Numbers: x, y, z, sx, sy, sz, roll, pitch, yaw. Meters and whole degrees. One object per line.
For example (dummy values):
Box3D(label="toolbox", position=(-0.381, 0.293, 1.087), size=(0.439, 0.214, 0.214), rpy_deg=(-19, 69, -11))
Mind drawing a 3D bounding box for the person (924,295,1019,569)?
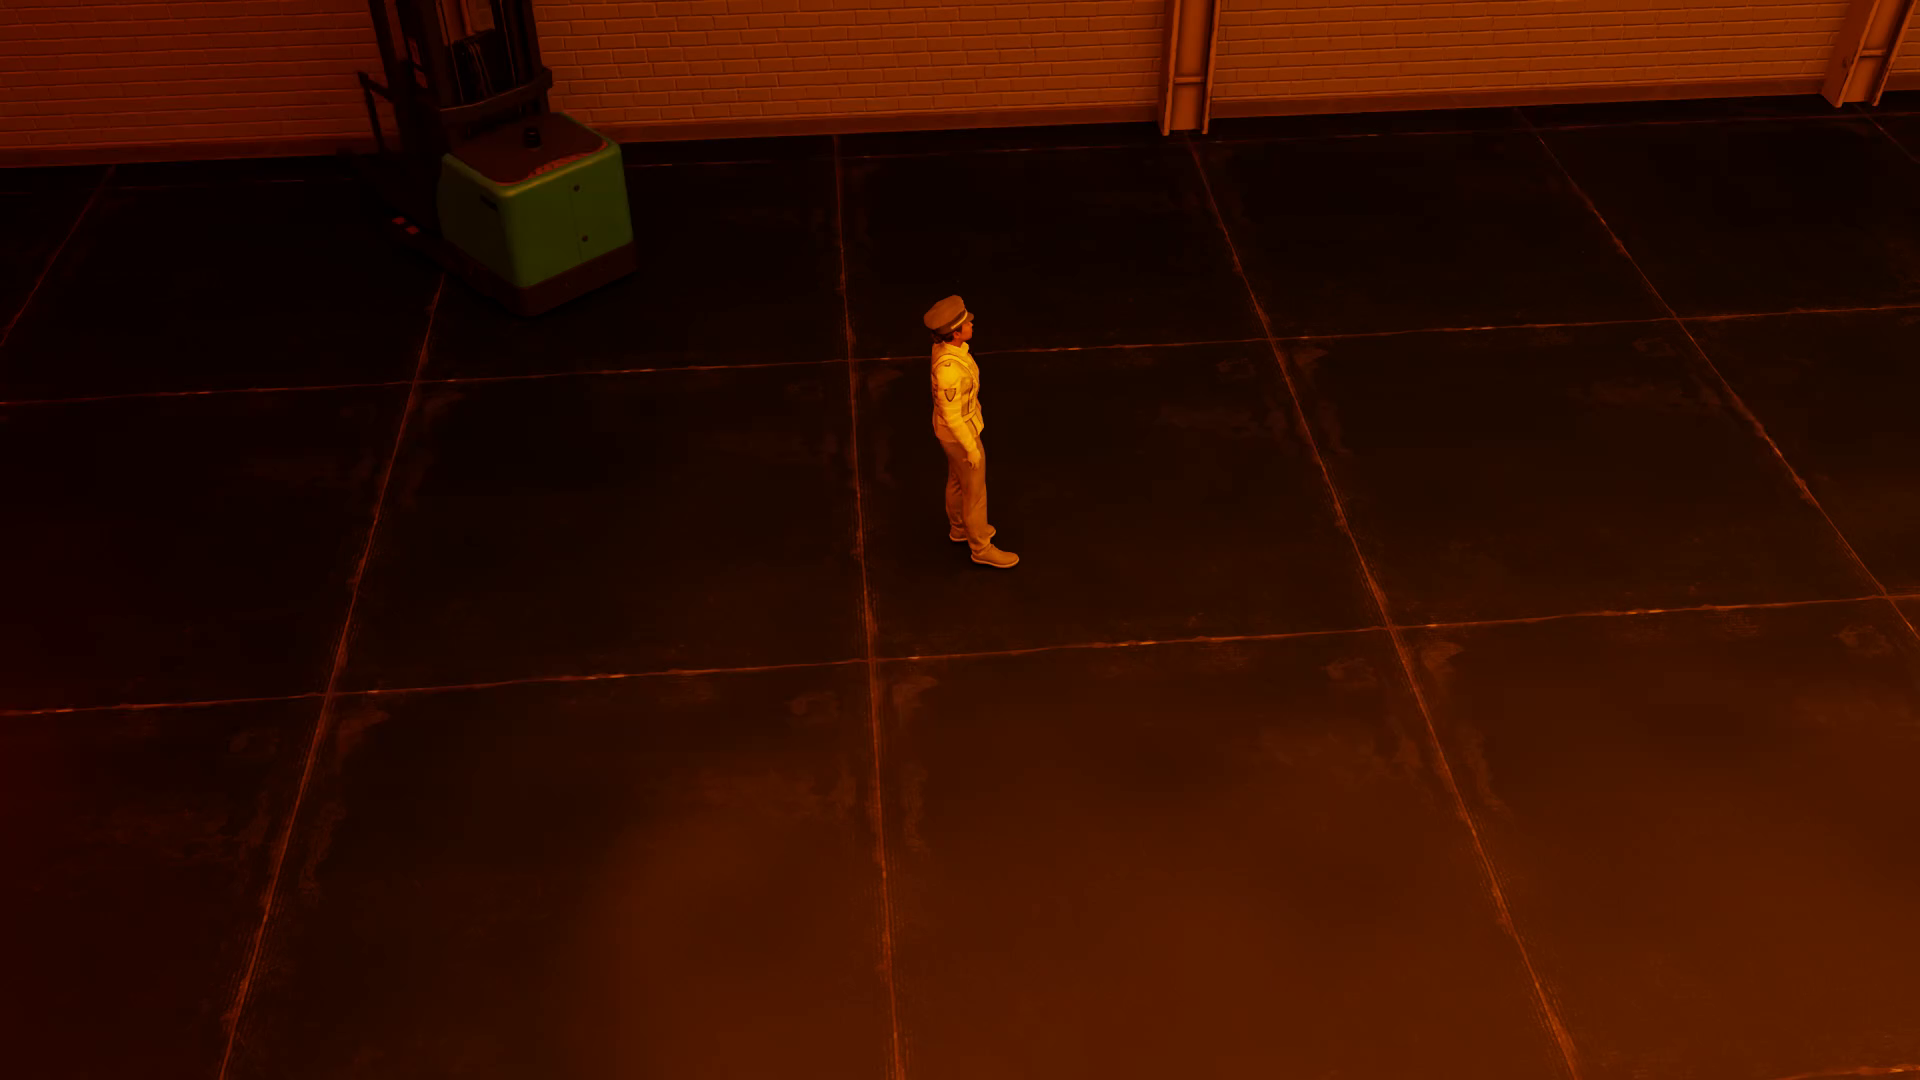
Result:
Box3D(label="person", position=(0.069, -0.649, 9.637), size=(0.530, 1.694, 0.586), rpy_deg=(-3, 41, -4))

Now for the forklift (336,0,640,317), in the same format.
Box3D(label="forklift", position=(-3.794, -3.573, 12.115), size=(1.130, 2.935, 3.031), rpy_deg=(-33, 50, -32))
